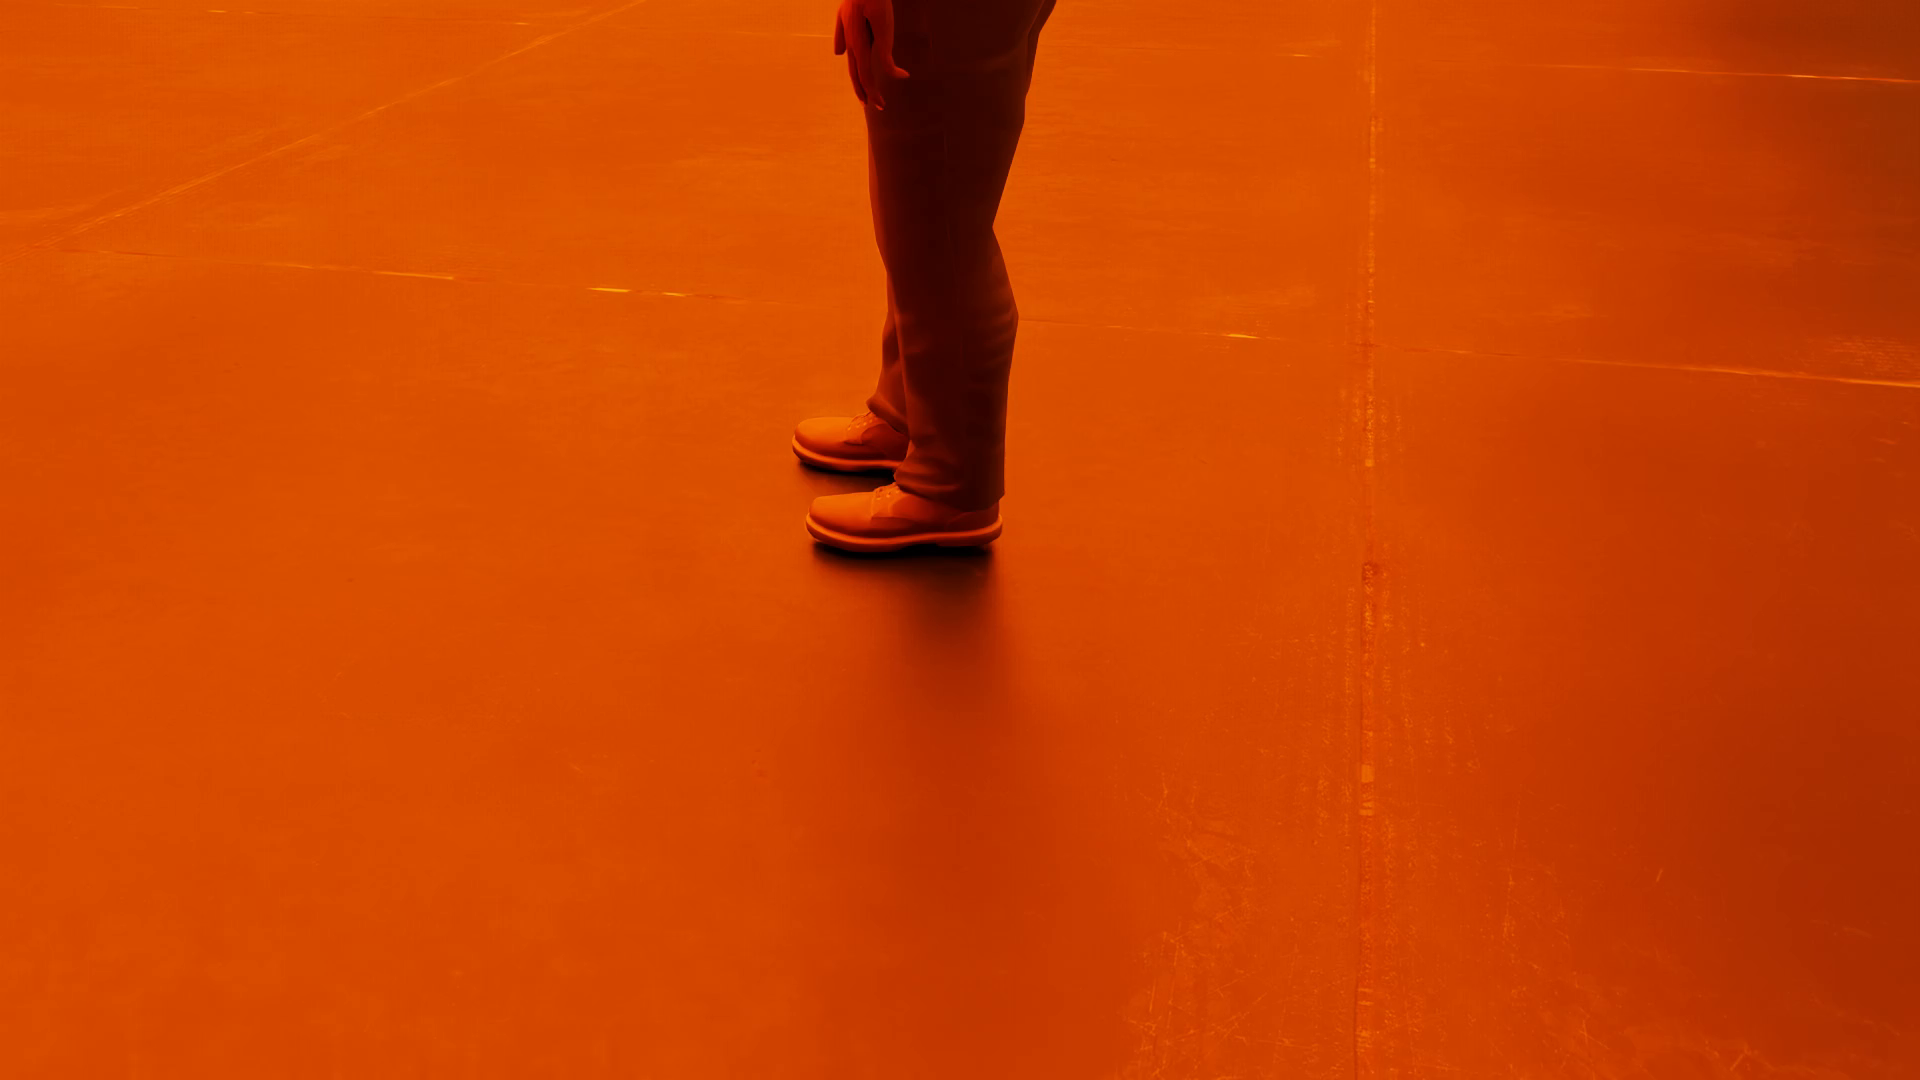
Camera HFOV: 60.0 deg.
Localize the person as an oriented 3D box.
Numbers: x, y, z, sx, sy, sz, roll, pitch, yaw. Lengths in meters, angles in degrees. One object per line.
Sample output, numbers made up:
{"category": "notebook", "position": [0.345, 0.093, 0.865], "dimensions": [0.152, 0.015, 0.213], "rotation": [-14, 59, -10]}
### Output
{"category": "person", "position": [-0.081, -0.762, 2.159], "dimensions": [0.504, 1.654, 0.569], "rotation": [6, 27, 11]}
